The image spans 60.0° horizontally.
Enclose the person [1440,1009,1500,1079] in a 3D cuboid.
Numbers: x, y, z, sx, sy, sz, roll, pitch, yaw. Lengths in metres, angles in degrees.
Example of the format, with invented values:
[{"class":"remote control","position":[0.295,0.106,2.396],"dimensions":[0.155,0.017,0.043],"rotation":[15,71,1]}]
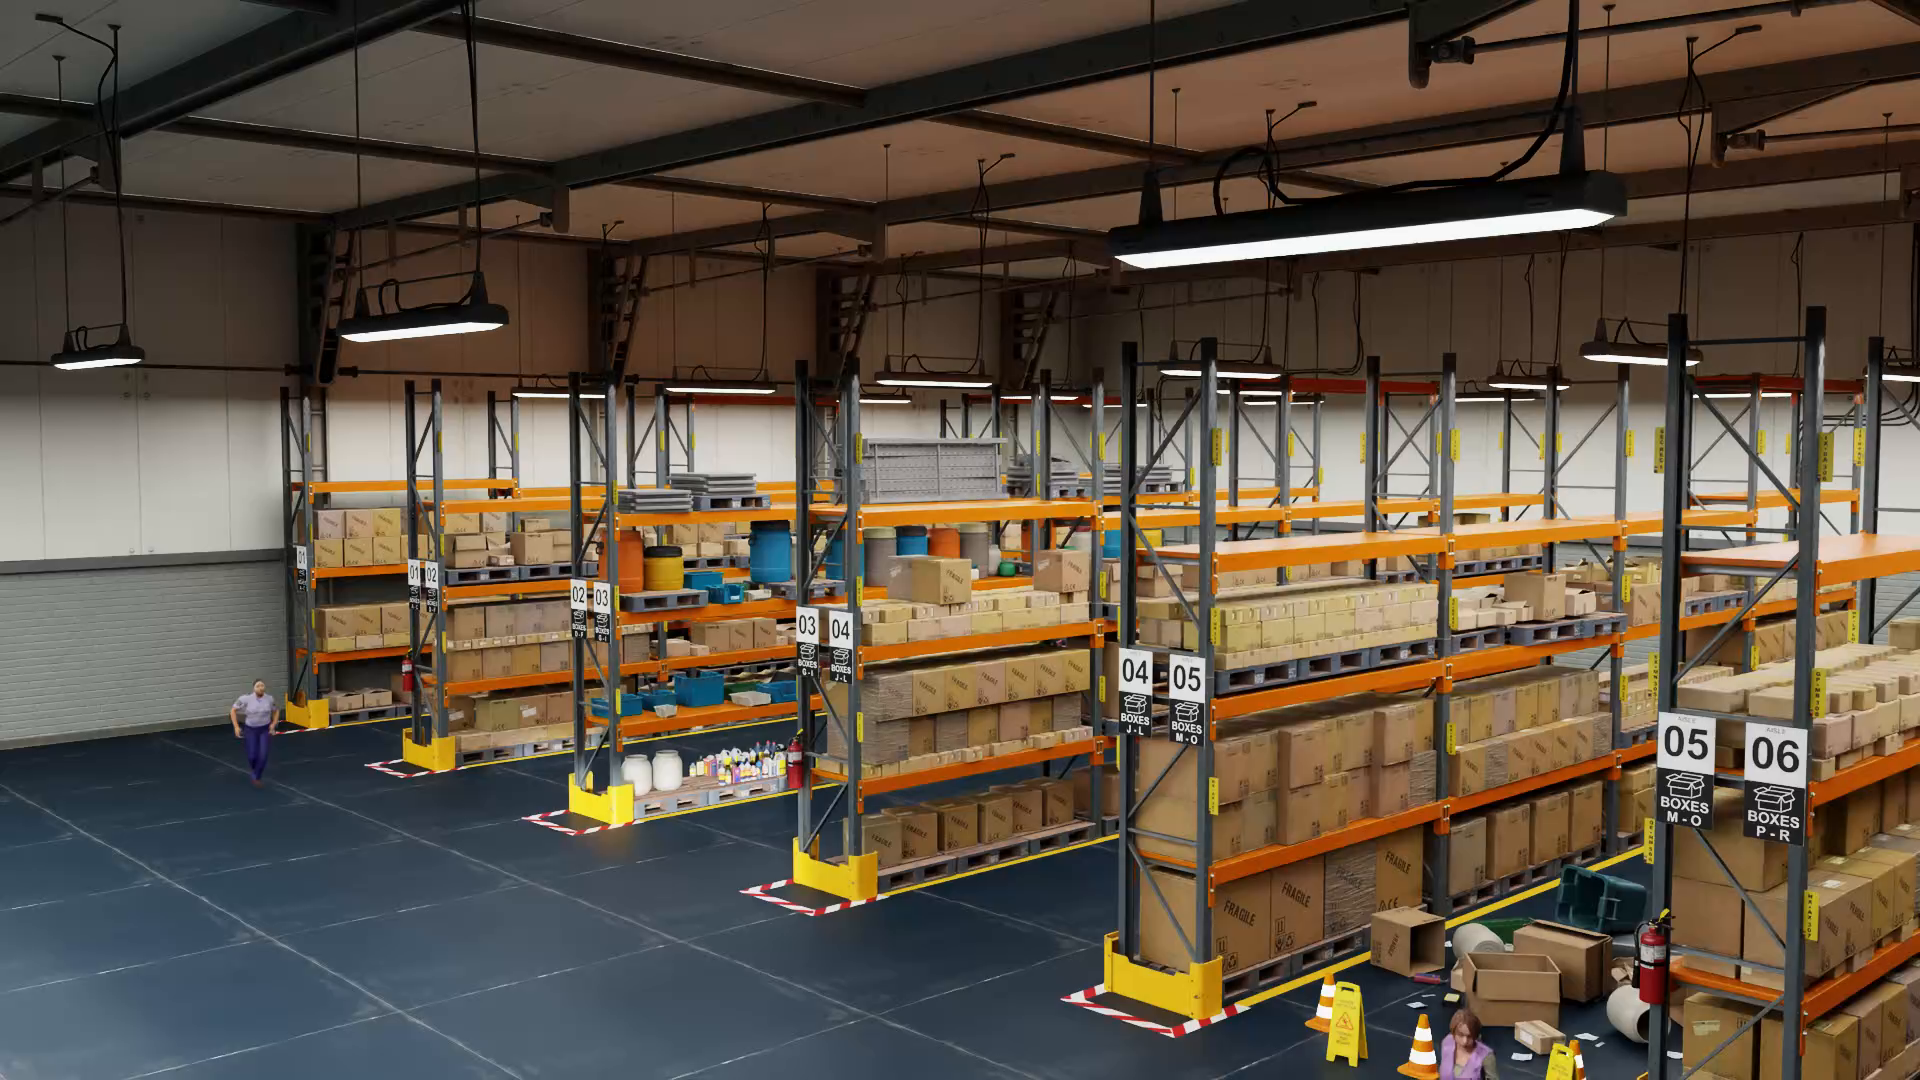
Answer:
[{"class":"person","position":[3.246,3.707,10.599],"dimensions":[0.507,1.539,0.741],"rotation":[3,4,35]}]

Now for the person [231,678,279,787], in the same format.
[{"class":"person","position":[-10.325,2.820,24.381],"dimensions":[0.663,1.609,0.535],"rotation":[-2,4,-32]}]

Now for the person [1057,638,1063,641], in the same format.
[{"class":"person","position":[2.083,2.251,31.968],"dimensions":[0.733,1.716,0.653],"rotation":[-2,4,-28]}]
